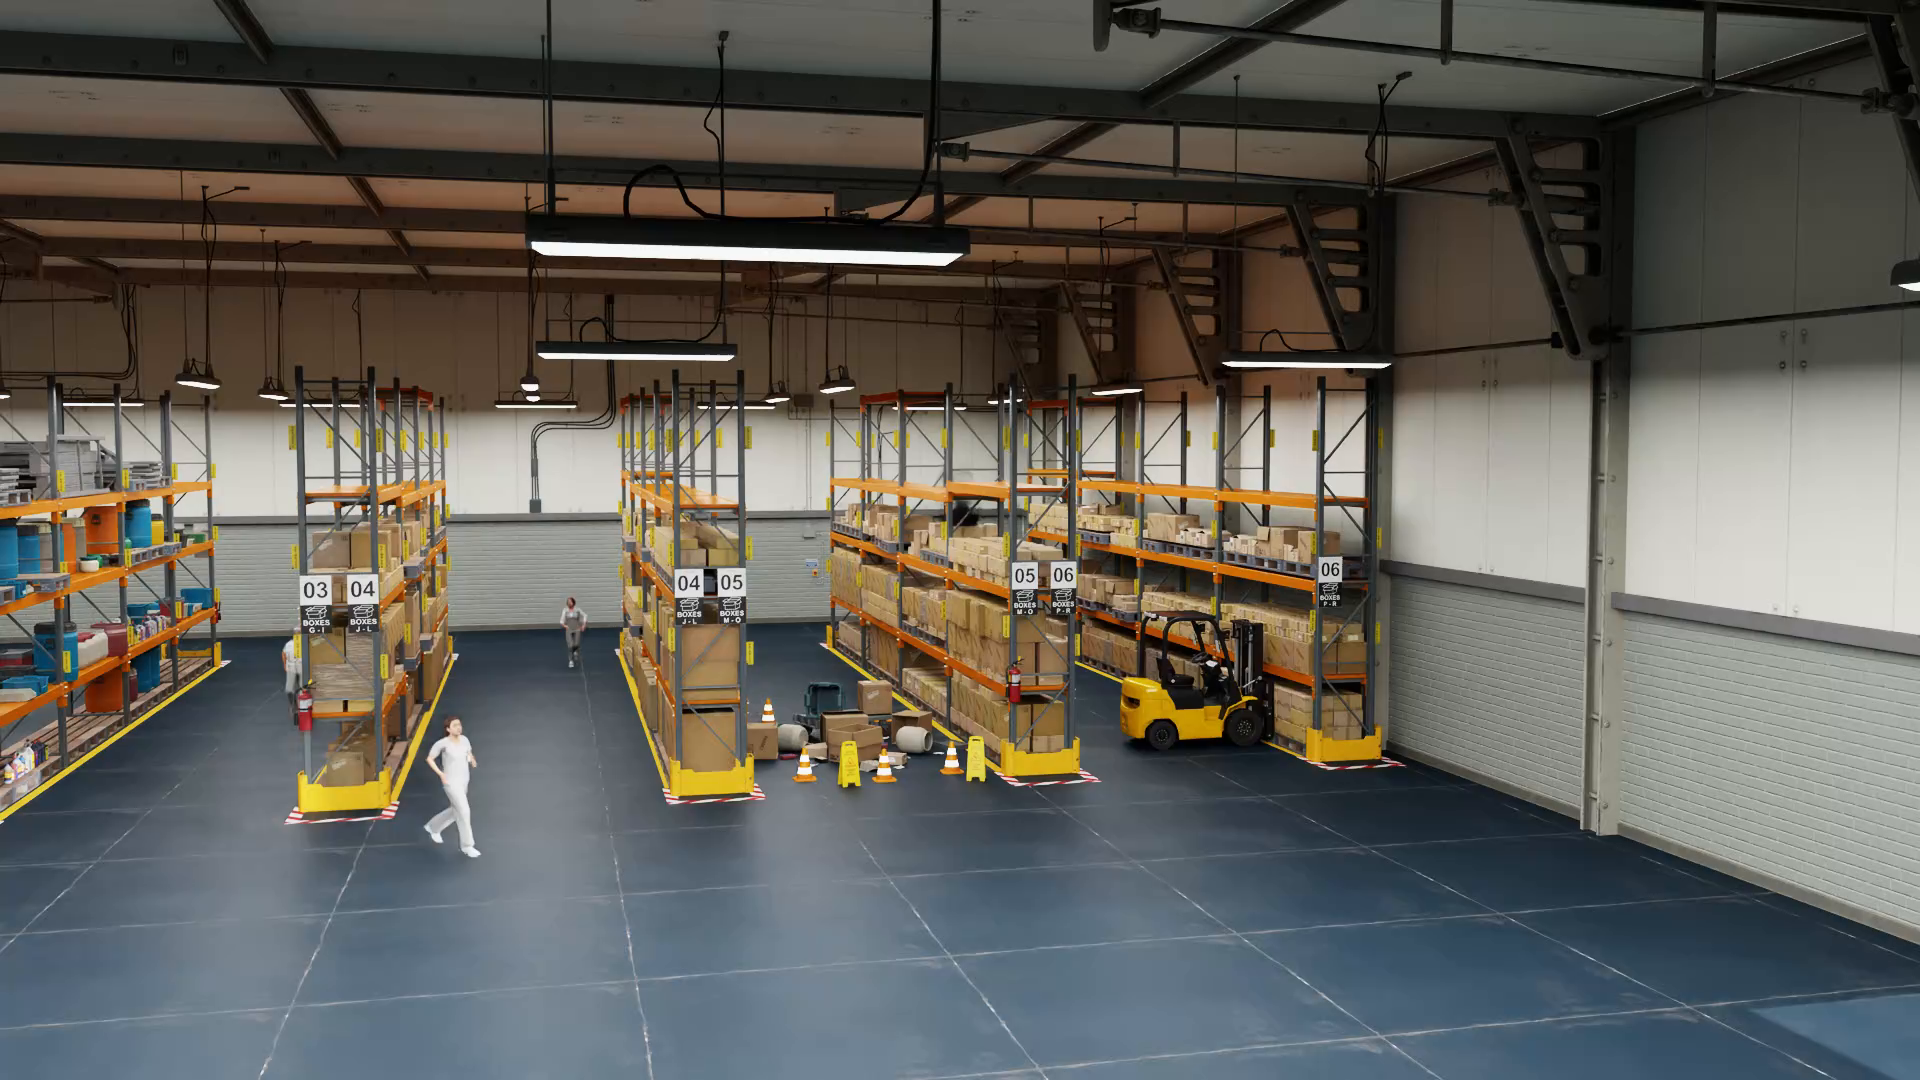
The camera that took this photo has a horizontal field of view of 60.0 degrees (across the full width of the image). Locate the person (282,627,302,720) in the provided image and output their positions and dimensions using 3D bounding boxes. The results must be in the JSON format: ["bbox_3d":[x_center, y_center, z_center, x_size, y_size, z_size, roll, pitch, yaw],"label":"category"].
[{"bbox_3d":[-11.880,2.395,29.904,0.663,1.664,0.583,0,3,-8],"label":"person"}]

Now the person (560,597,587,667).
[{"bbox_3d":[-8.561,2.038,36.809,0.568,1.559,0.600,-1,3,-8],"label":"person"}]

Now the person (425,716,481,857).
[{"bbox_3d":[-6.152,2.963,20.206,0.889,1.680,0.558,2,4,29],"label":"person"}]
